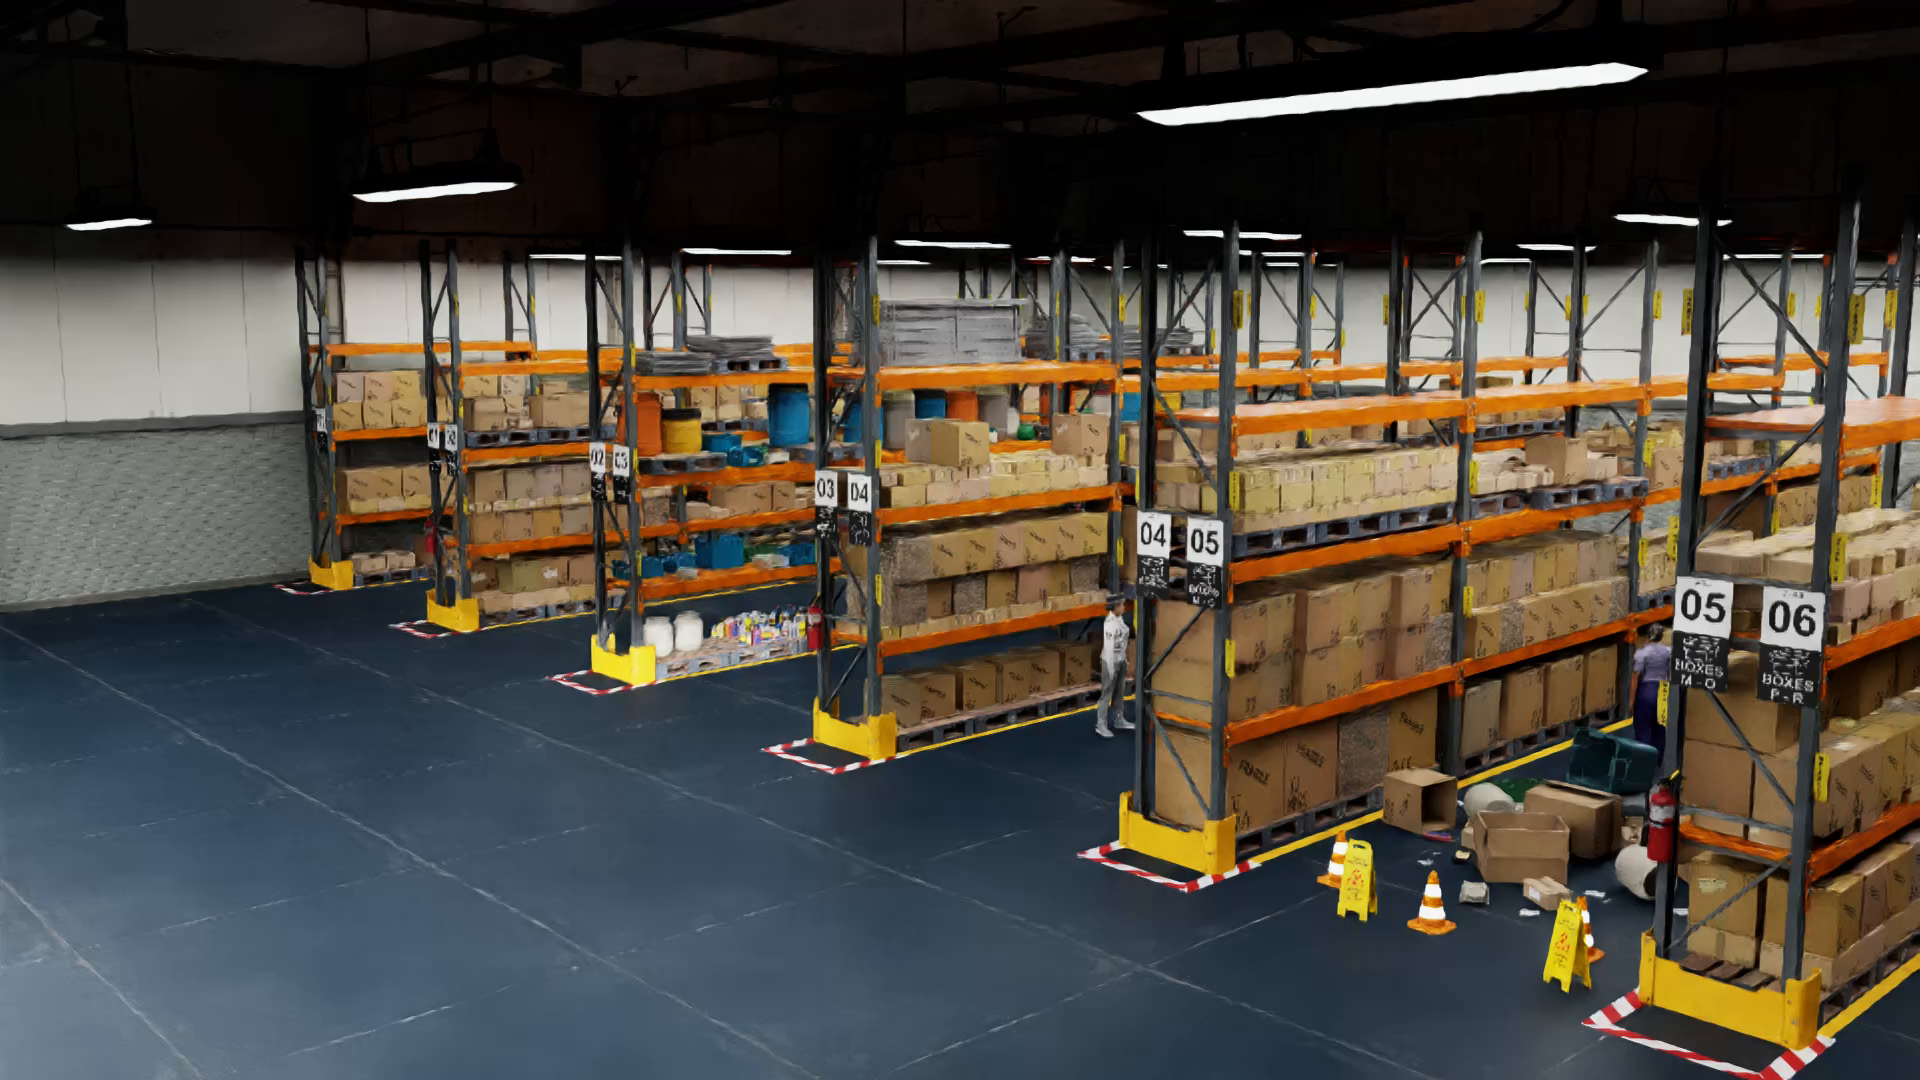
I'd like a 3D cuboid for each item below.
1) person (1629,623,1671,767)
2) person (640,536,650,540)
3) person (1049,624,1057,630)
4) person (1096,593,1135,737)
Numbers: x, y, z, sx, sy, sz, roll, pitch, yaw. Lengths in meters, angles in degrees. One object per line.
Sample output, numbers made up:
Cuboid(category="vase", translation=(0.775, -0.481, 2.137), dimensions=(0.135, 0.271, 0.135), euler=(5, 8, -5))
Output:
Cuboid(category="person", translation=(7.482, 1.707, 18.080), dimensions=(0.523, 1.652, 0.464), euler=(-2, 9, -12))
Cuboid(category="person", translation=(-5.846, -0.228, 30.741), dimensions=(0.447, 1.771, 0.632), euler=(2, 9, 16))
Cuboid(category="person", translation=(1.700, 0.509, 25.935), dimensions=(1.134, 1.713, 0.553), euler=(-7, 11, -40))
Cuboid(category="person", translation=(1.859, 1.452, 19.656), dimensions=(0.433, 1.684, 0.553), euler=(3, 9, 21))
